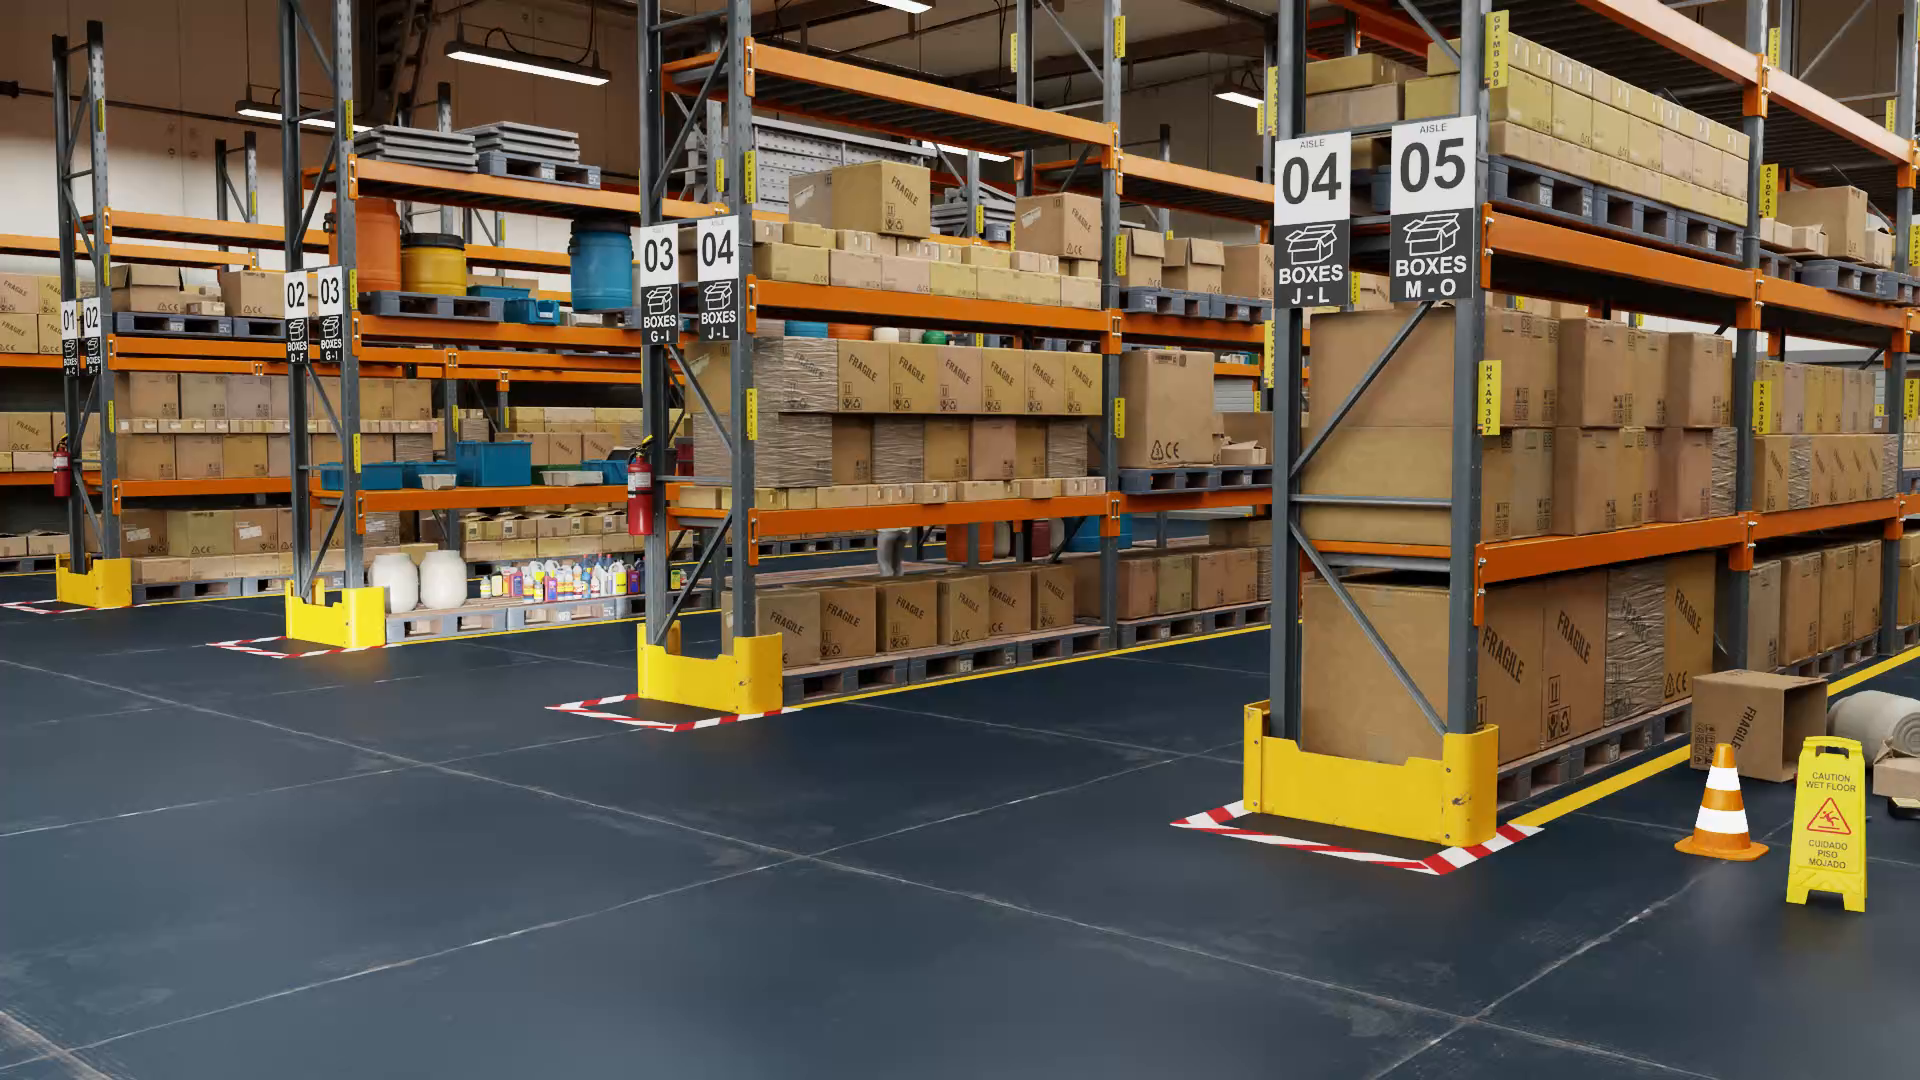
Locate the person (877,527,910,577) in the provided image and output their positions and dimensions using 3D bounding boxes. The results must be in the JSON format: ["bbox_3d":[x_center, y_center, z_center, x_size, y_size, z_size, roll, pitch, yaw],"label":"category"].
[{"bbox_3d":[-0.748,-0.076,16.890,0.488,1.593,0.412,3,5,41],"label":"person"}]
